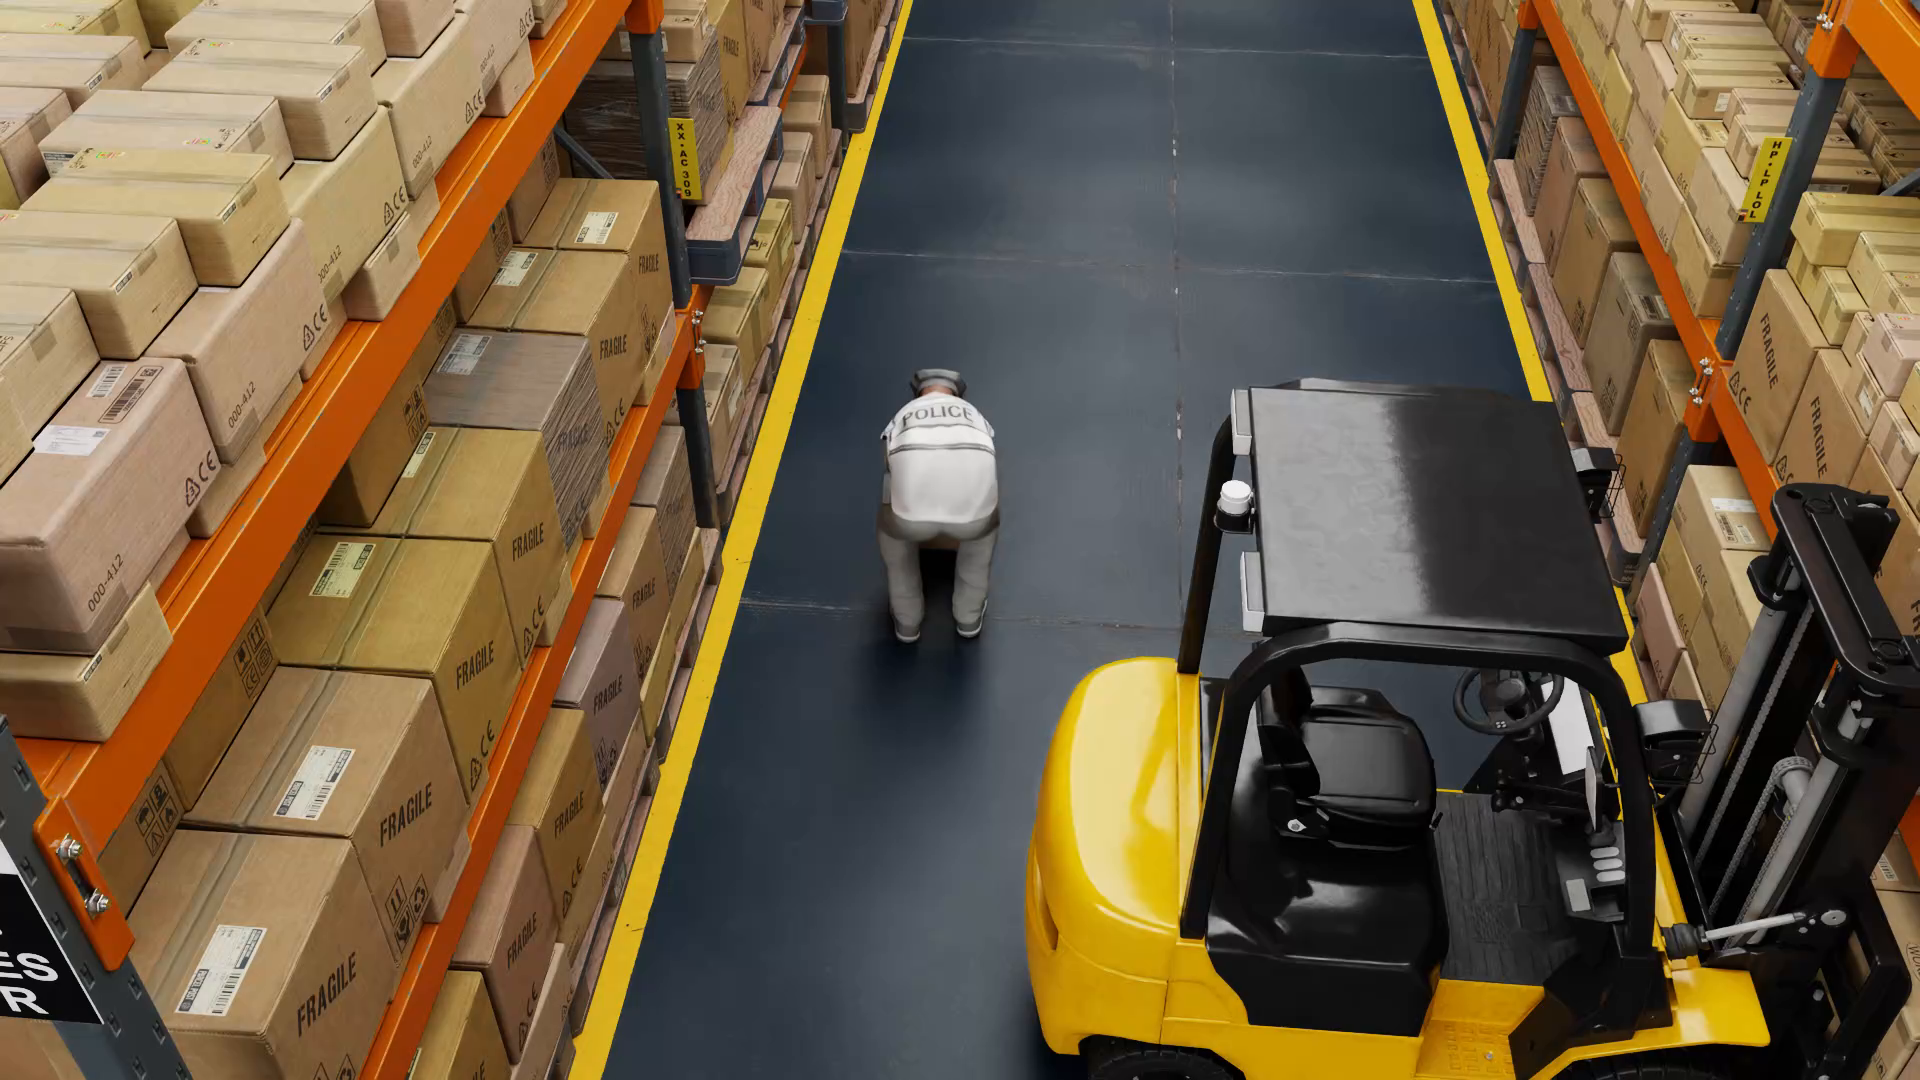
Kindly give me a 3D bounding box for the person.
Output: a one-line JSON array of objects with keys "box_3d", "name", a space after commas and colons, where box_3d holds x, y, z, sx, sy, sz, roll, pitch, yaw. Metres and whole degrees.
[{"box_3d": [-0.091, -0.172, 6.929, 0.522, 1.020, 1.030, -1, 40, -1], "name": "person"}]
